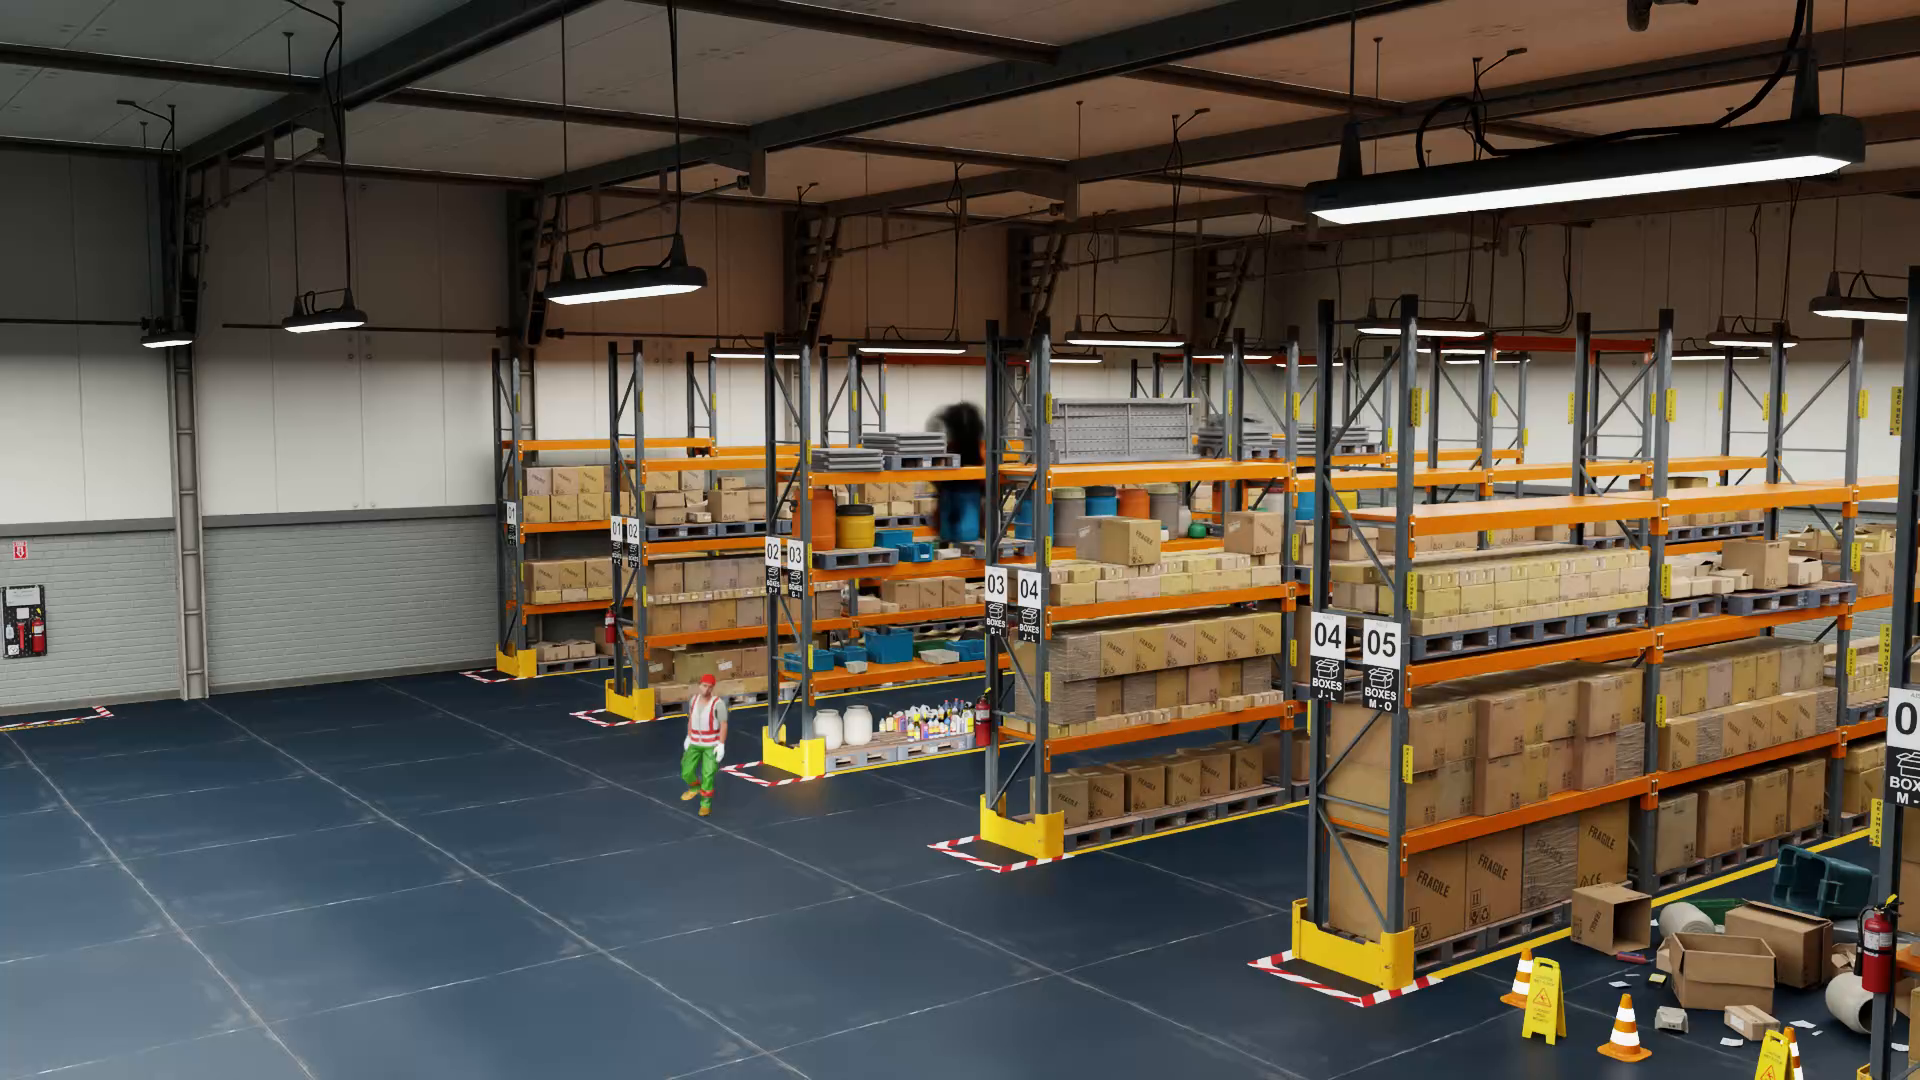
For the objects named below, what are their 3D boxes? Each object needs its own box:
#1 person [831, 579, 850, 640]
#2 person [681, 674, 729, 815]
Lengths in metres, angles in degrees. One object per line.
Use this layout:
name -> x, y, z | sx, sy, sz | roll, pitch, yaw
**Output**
person -> -2.276, 1.432, 32.877 | 0.650, 1.678, 0.600 | -5, 7, -43
person -> -3.150, 2.491, 20.448 | 0.766, 1.749, 0.579 | 2, 5, 20
